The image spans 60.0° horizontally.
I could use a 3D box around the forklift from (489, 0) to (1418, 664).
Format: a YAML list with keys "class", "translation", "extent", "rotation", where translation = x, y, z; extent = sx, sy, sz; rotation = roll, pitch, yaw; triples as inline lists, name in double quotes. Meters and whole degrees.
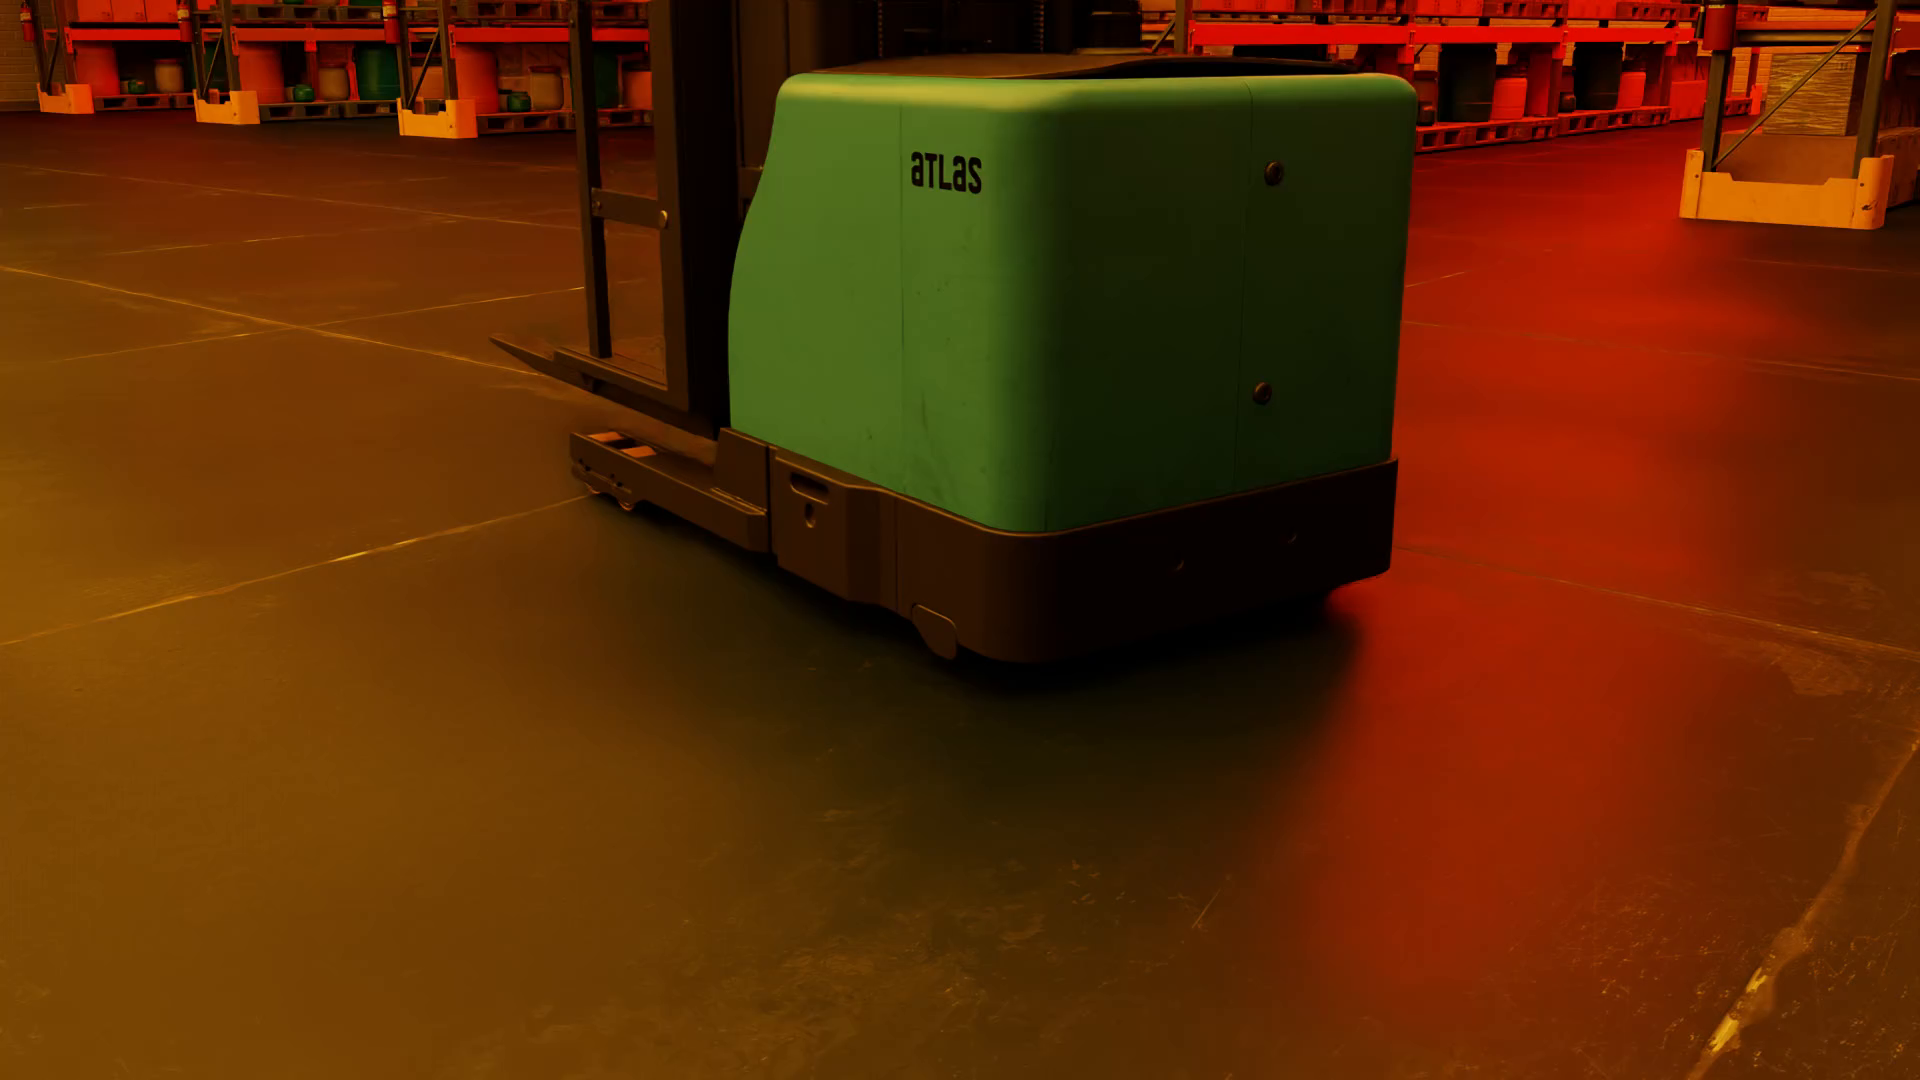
- class: "forklift"
  translation: [-0.358, -1.546, 3.989]
  extent: [1.130, 2.935, 3.031]
  rotation: [-12, 21, -34]
